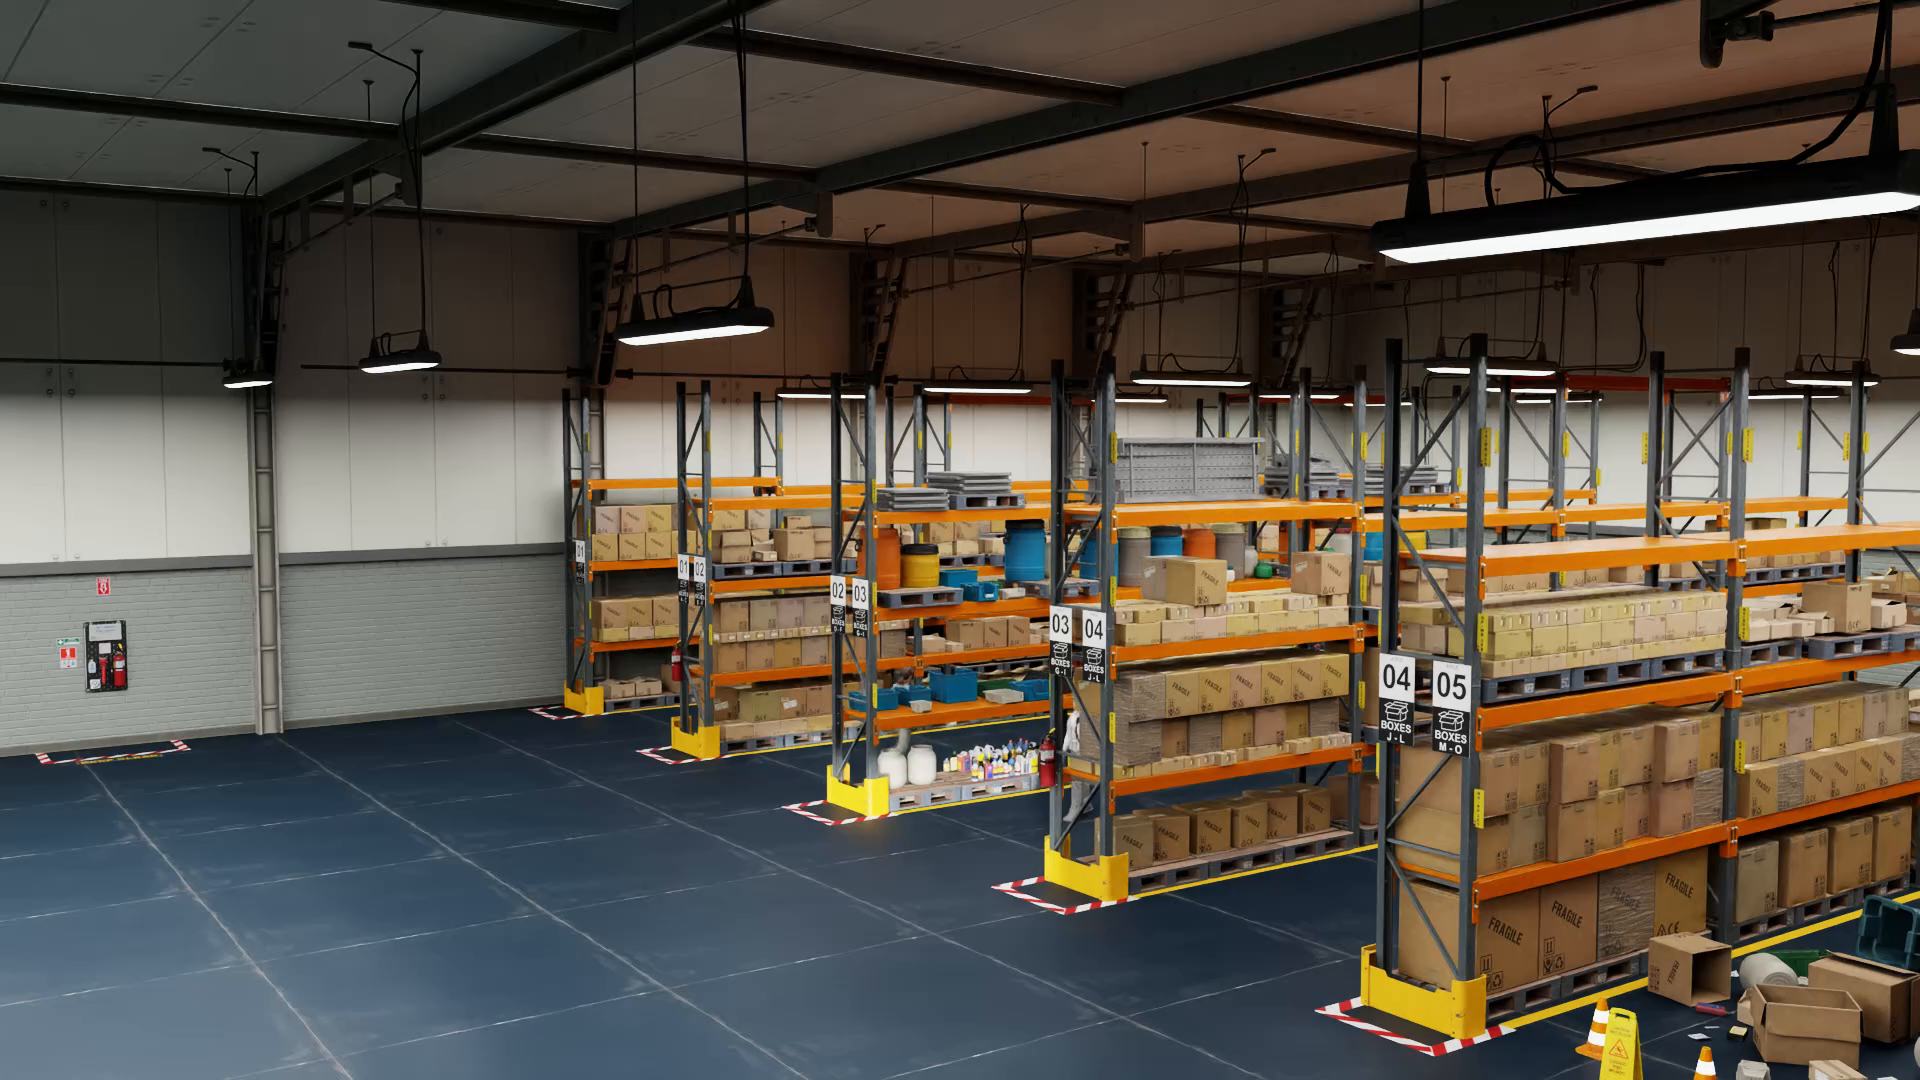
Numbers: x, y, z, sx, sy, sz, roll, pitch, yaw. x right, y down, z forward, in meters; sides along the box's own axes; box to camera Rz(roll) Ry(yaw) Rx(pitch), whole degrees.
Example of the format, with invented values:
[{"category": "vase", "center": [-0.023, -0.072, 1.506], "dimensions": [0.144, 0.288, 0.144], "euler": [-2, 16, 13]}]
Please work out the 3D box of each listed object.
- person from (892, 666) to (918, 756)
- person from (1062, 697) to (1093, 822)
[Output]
[{"category": "person", "center": [-0.869, 2.733, 25.121], "dimensions": [0.523, 1.692, 0.506], "euler": [4, 5, 45]}, {"category": "person", "center": [1.559, 2.896, 22.417], "dimensions": [0.596, 1.719, 0.501], "euler": [-2, 4, -23]}]
